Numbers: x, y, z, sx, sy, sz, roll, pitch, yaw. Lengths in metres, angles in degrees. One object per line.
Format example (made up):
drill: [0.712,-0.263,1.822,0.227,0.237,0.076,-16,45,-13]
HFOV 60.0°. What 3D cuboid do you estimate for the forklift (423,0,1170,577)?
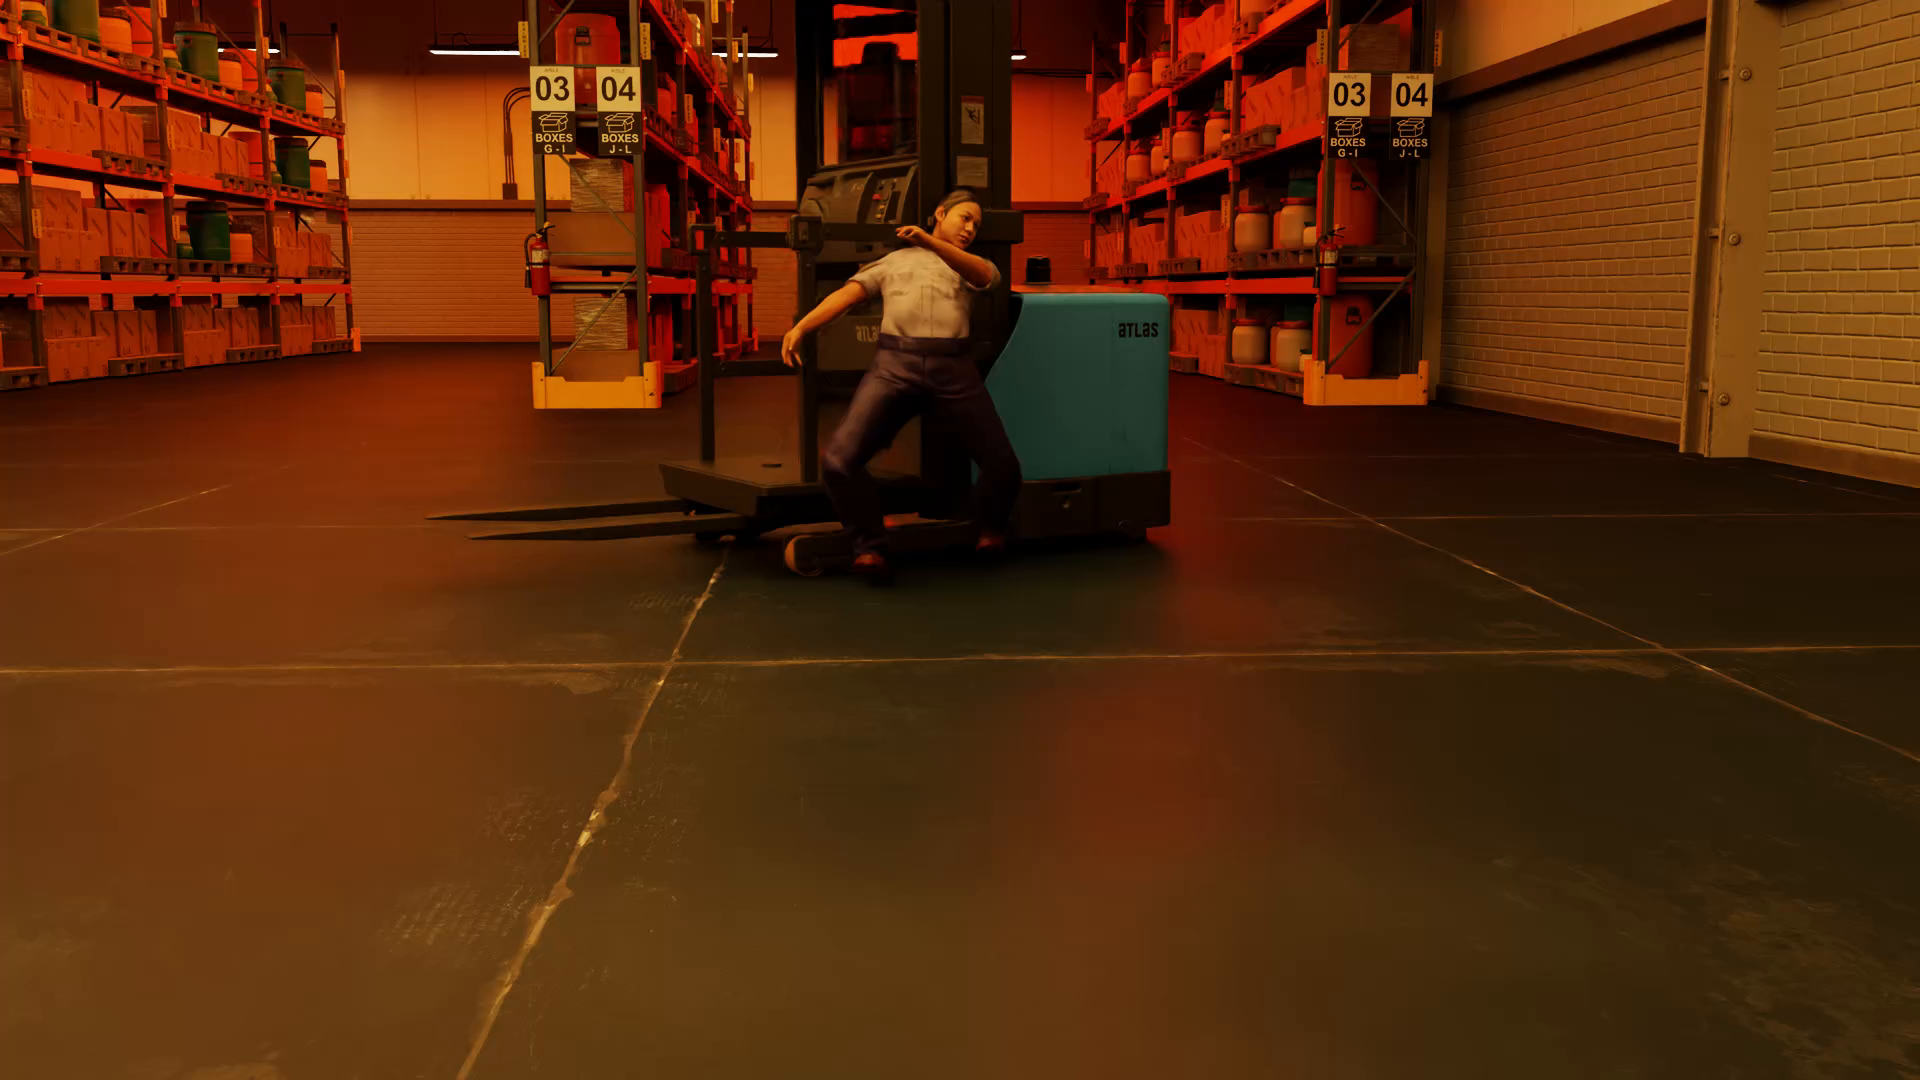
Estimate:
forklift: [-0.606,-1.395,6.728,3.031,2.935,1.130,-5,10,-31]

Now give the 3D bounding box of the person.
person: [-0.214,-0.589,6.205,0.898,1.433,0.787,-1,9,-7]
